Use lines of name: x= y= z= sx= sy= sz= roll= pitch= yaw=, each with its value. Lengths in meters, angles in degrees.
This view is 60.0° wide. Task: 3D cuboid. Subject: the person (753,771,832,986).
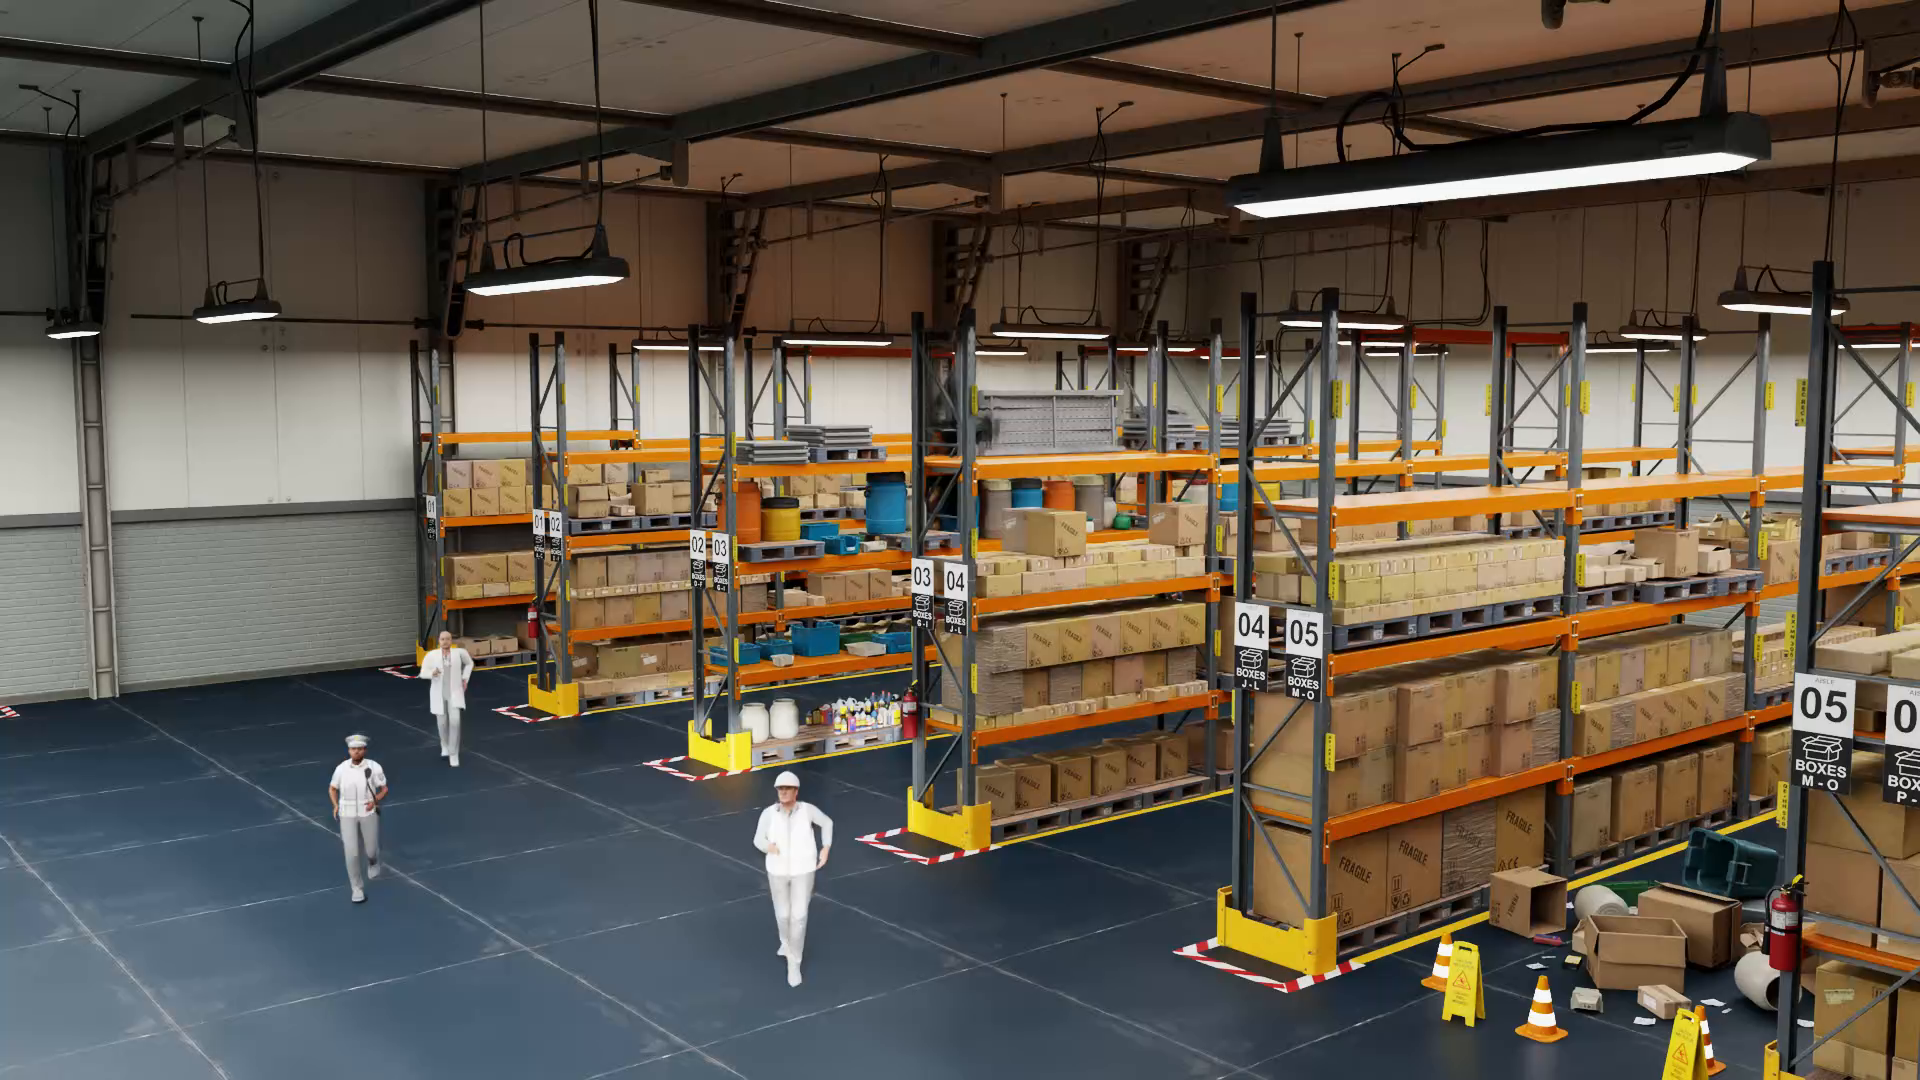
person: x=-1.488 y=2.944 z=14.686 sx=0.661 sy=1.809 sz=0.822 roll=0 pitch=5 yaw=4

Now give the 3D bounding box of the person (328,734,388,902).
person: x=-6.108 y=2.783 z=16.883 sx=0.581 sy=1.643 sz=0.700 roll=-1 pitch=5 yaw=-14

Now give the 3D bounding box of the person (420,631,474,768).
person: x=-7.040 y=2.165 z=22.836 sx=0.687 sy=1.844 sz=0.814 roll=-1 pitch=5 yaw=-13
